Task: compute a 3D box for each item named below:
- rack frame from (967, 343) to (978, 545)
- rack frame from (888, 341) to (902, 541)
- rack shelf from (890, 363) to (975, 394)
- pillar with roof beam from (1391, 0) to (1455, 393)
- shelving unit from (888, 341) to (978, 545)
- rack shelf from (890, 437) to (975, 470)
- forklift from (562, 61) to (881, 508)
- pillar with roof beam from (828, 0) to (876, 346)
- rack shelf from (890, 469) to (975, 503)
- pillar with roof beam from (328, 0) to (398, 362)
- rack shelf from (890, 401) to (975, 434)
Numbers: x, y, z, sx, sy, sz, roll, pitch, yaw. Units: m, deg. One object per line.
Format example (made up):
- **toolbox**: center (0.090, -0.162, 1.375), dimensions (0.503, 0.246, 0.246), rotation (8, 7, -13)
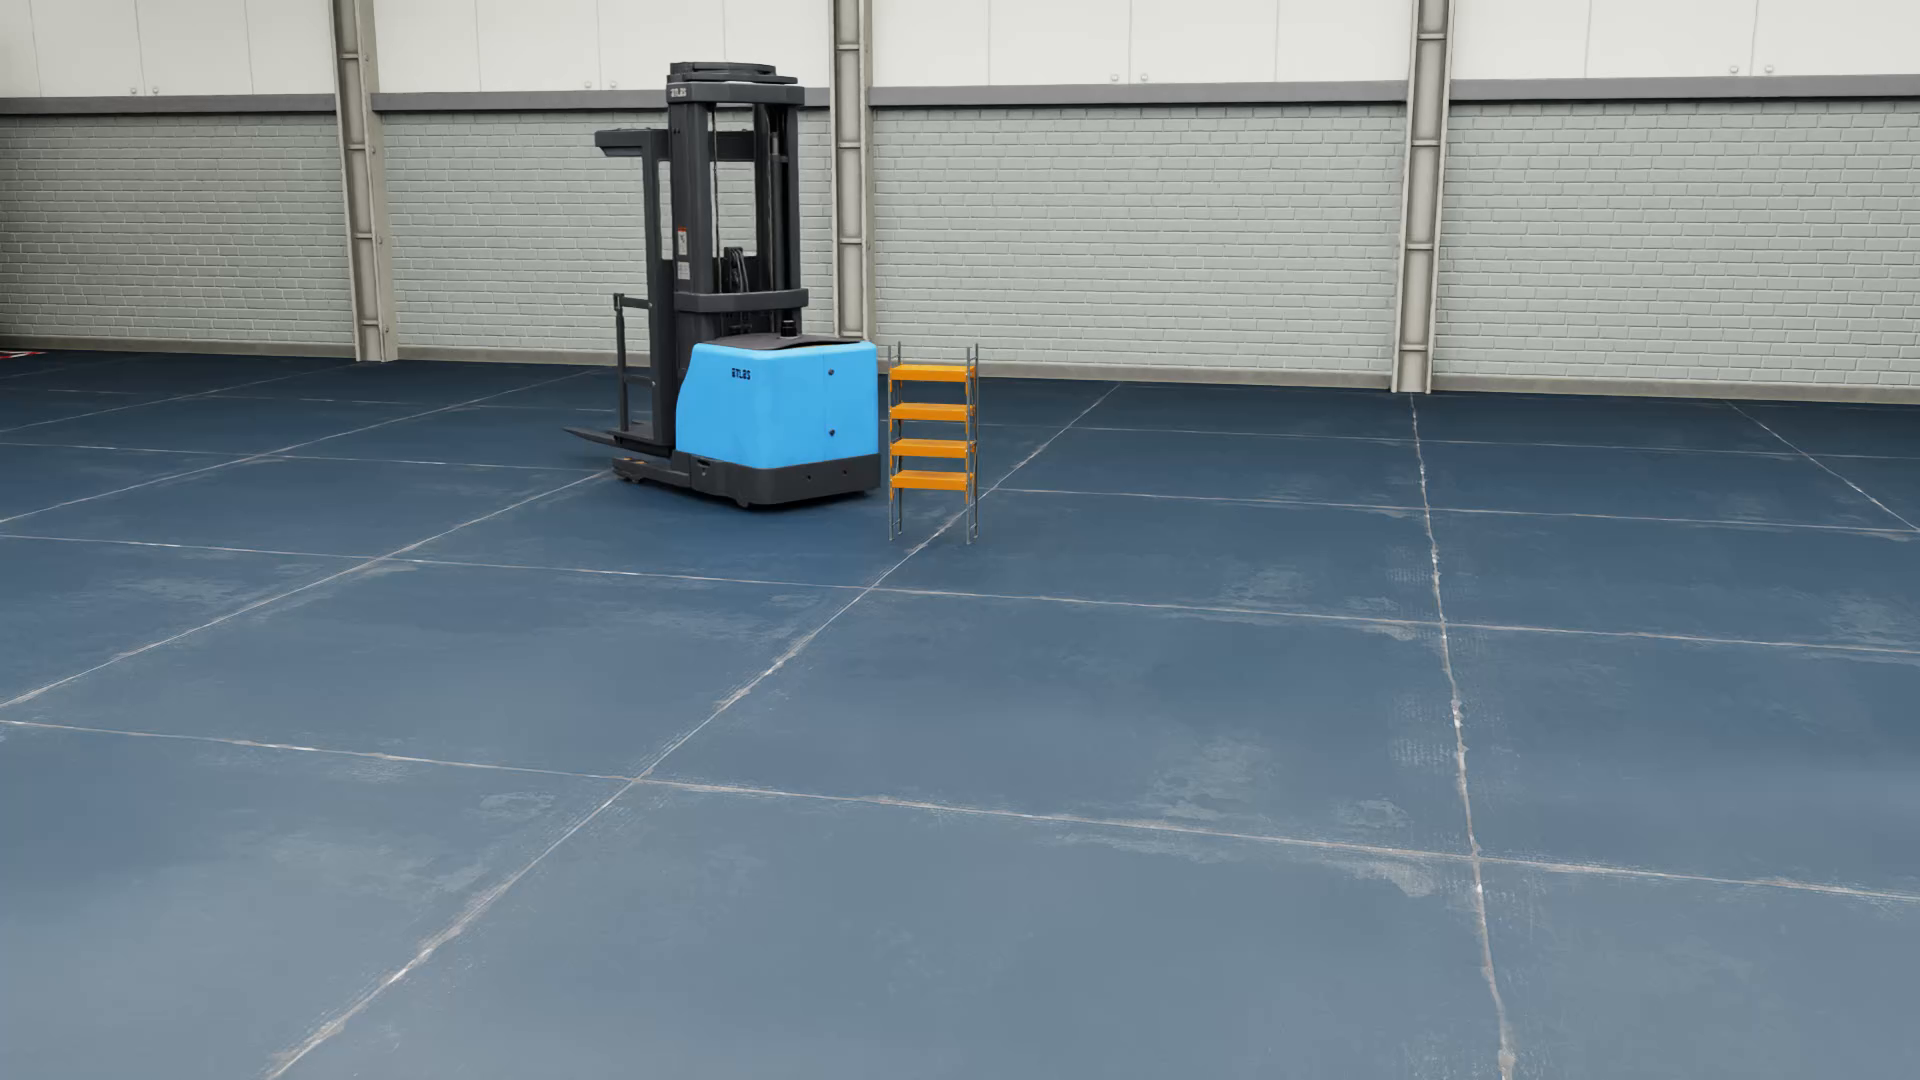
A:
- **rack frame**: center (0.076, -0.582, 10.085), dimensions (0.015, 1.200, 0.240), rotation (3, 13, 14)
- **rack frame**: center (-0.398, -0.607, 10.200), dimensions (0.015, 1.200, 0.240), rotation (3, 13, 14)
- **rack shelf**: center (-0.161, -0.978, 10.057), dimensions (0.480, 0.148, 0.258), rotation (3, 13, 14)
- **pillar with roof beam**: center (3.623, -5.028, 12.118), dimensions (0.400, 9.000, 9.100), rotation (3, 13, 14)
- **shelving unit**: center (-0.161, -0.594, 10.143), dimensions (0.503, 1.200, 0.258), rotation (3, 13, 14)
- **rack shelf**: center (-0.161, -0.529, 10.157), dimensions (0.480, 0.148, 0.258), rotation (3, 13, 14)
- **forklift**: center (-1.905, -1.904, 12.048), dimensions (1.130, 2.935, 3.031), rotation (-11, 17, -40)
- **pillar with roof beam**: center (-2.202, -5.339, 13.522), dimensions (0.400, 9.000, 9.100), rotation (3, 13, 14)
- **rack shelf**: center (-0.161, -0.335, 10.200), dimensions (0.480, 0.148, 0.258), rotation (3, 13, 14)
- **pillar with roof beam**: center (-8.027, -5.650, 14.925), dimensions (0.400, 9.000, 9.100), rotation (3, 13, 14)
- **rack shelf**: center (-0.161, -0.747, 10.109), dimensions (0.480, 0.148, 0.258), rotation (3, 13, 14)
